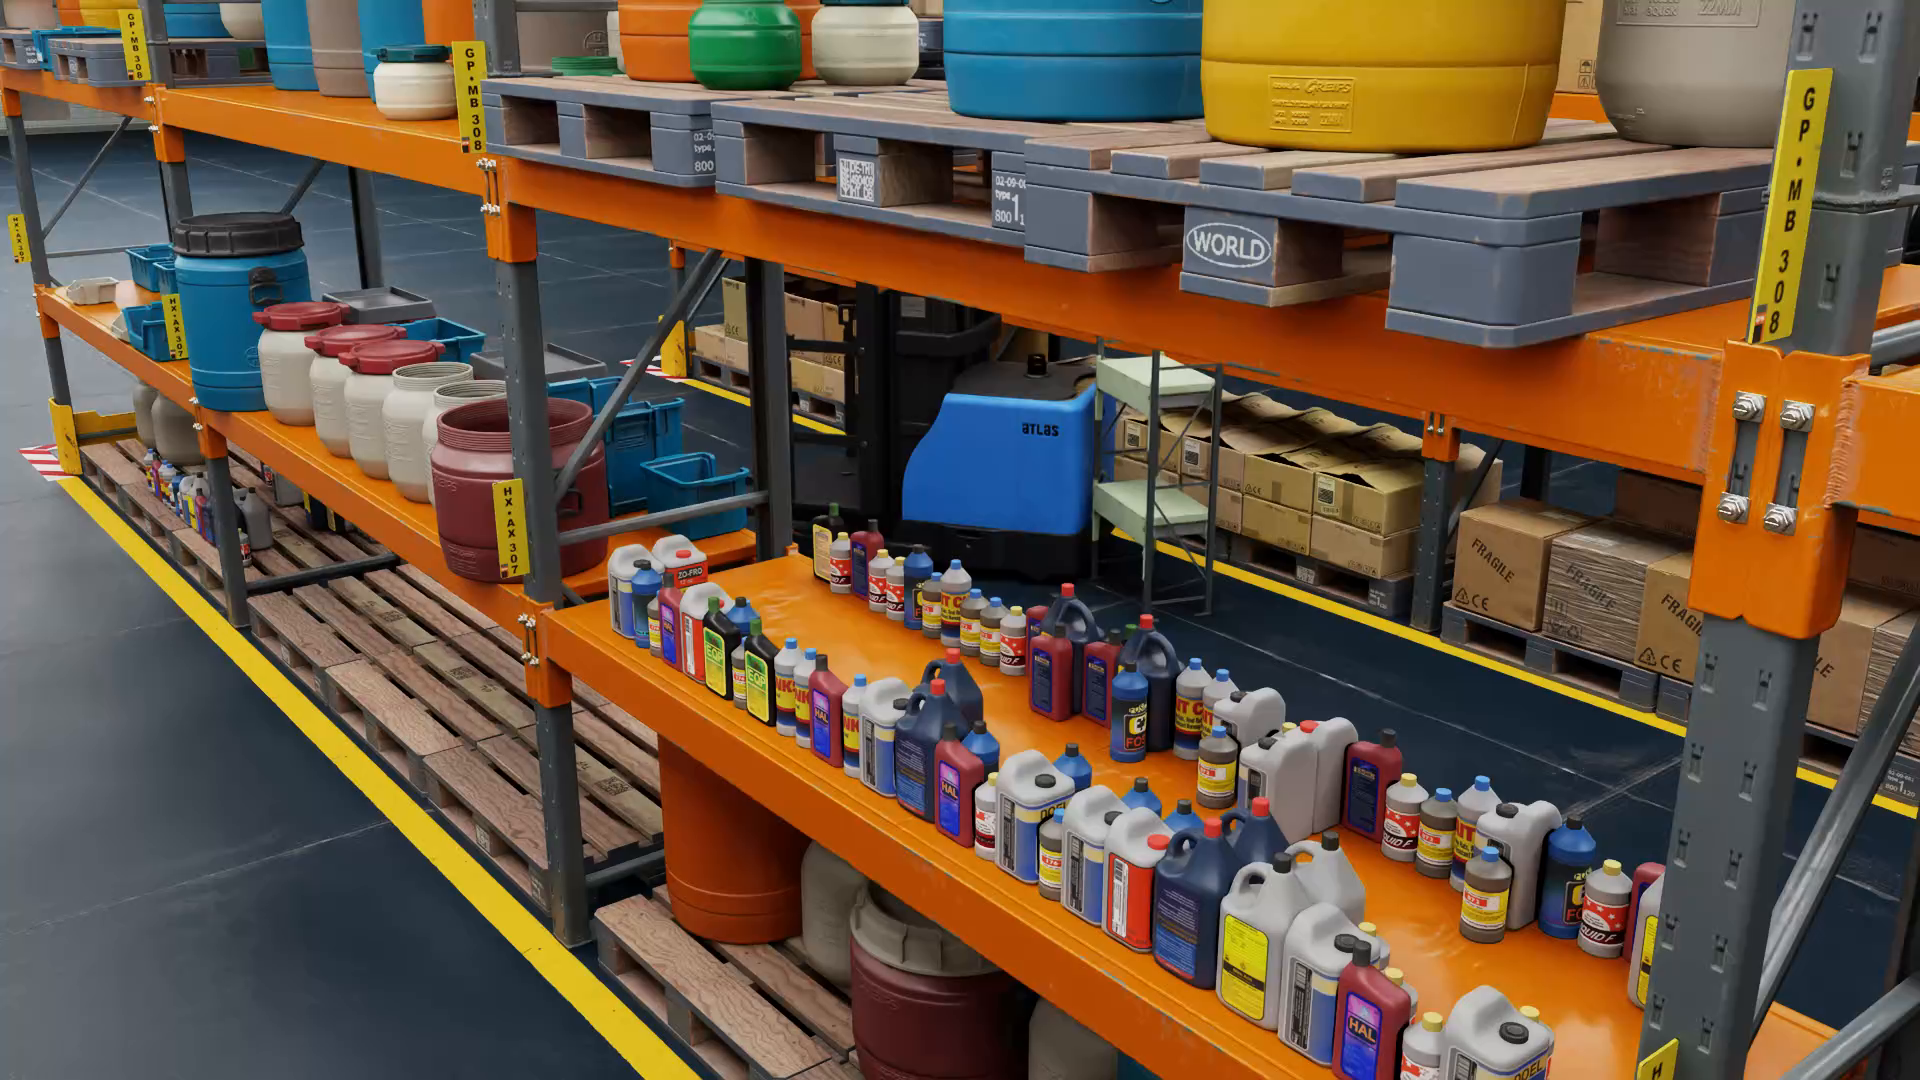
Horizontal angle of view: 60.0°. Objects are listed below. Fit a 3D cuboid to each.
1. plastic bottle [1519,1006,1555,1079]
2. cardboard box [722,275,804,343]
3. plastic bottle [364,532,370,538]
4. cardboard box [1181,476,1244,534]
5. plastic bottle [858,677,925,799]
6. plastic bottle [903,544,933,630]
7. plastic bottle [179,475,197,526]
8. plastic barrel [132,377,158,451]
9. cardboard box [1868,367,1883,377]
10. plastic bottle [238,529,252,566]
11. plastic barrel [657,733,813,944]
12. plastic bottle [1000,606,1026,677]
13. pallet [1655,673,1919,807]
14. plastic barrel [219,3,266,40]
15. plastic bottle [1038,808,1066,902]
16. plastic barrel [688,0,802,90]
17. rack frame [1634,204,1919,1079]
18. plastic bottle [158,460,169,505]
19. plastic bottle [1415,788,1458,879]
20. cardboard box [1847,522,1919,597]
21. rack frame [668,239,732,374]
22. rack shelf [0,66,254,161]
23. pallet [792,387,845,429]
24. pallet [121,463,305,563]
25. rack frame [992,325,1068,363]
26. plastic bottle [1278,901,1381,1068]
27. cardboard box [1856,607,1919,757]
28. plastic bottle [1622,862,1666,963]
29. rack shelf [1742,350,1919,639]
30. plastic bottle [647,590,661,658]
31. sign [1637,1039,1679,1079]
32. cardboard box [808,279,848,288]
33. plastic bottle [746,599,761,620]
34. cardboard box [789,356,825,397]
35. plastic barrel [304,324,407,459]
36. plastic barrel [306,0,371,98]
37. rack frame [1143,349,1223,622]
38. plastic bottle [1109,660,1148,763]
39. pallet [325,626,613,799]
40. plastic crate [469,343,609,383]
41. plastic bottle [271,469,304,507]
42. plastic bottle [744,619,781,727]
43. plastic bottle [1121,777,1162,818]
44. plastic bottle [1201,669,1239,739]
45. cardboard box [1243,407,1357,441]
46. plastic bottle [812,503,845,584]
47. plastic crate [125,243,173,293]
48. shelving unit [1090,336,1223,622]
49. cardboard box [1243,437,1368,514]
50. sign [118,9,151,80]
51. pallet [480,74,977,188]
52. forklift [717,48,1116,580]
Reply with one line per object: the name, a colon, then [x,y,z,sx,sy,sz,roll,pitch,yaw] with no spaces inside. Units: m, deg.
plastic bottle: [1.031,0.949,3.041,0.097,0.201,0.097,0,18,0]
cardboard box: [-1.652,-1.957,14.014,0.500,0.500,0.500,-14,23,-36]
plastic bottle: [-3.442,-0.123,9.715,0.097,0.201,0.097,0,18,0]
cardboard box: [1.694,-0.261,10.085,0.500,0.250,0.500,-13,23,-35]
plastic bottle: [-0.164,0.502,4.271,0.152,0.276,0.135,-14,23,-36]
plastic bottle: [-0.134,0.146,5.354,0.097,0.271,0.097,0,18,0]
plastic bottle: [-4.568,-0.240,9.948,0.152,0.276,0.135,-13,23,-35]
plastic barrel: [-5.539,-0.911,11.630,0.421,0.512,0.421,0,18,0]
cardboard box: [3.742,-0.885,7.436,0.700,0.500,0.500,-9,20,-26]
plastic bottle: [-3.994,0.037,9.230,0.097,0.201,0.097,0,18,0]
plastic barrel: [-0.724,0.880,5.718,0.600,0.830,0.708,-14,23,-36]
plastic bottle: [0.169,0.299,5.003,0.097,0.201,0.097,0,18,0]
pallet: [4.032,0.782,7.667,1.003,0.211,1.213,-14,23,-36]
plastic barrel: [-3.638,-2.875,8.654,0.421,0.512,0.421,0,18,0]
plastic bottle: [0.228,0.707,3.771,0.097,0.201,0.097,0,18,0]
plastic barrel: [-0.563,-1.312,4.359,0.294,0.245,0.294,0,18,0]
rack frame: [1.443,0.917,2.820,1.000,3.000,0.127,-14,23,-36]
plastic bottle: [-4.914,-0.361,10.322,0.097,0.271,0.097,0,18,0]
plastic bottle: [1.116,0.675,3.867,0.097,0.201,0.097,0,18,0]
cardboard box: [4.286,0.037,7.563,0.500,0.250,0.500,-15,23,-37]
rack frame: [-2.123,-3.005,14.667,1.000,3.000,0.127,-14,23,-36]
rack shelf: [-4.766,-2.629,9.903,1.077,0.370,4.000,-14,23,-36]
pallet: [-0.862,-1.201,13.653,1.003,0.211,1.213,-14,23,-36]
pallet: [-4.670,-0.205,10.644,1.003,0.211,1.213,-14,23,-36]
rack frame: [0.361,-2.020,11.690,1.000,3.000,0.127,-14,23,-36]
plastic bottle: [0.718,0.852,3.214,0.152,0.276,0.135,-14,23,-36]
cardboard box: [4.186,0.617,7.005,0.500,0.500,0.500,-14,23,-35]
plastic bottle: [1.467,0.766,3.462,0.061,0.283,0.133,-14,23,-36]
rack shelf: [2.685,0.328,0.973,1.077,0.370,4.000,-14,23,-36]
plastic bottle: [-0.915,0.254,5.140,0.097,0.201,0.097,0,18,0]
sign: [1.010,0.893,2.454,0.100,0.325,0.005,-14,23,-36]
cardboard box: [-0.924,-1.938,13.956,0.500,0.500,0.500,-14,23,-36]
plastic bottle: [-0.652,0.281,5.058,0.097,0.201,0.097,0,18,0]
cardboard box: [-1.034,-1.354,13.385,0.500,0.250,0.500,-14,23,-36]
plastic barrel: [-2.647,-0.659,7.365,0.433,0.535,0.433,0,18,0]
plastic barrel: [-2.632,-2.472,7.486,0.600,0.901,0.600,0,18,0]
rack frame: [1.183,-0.286,8.840,0.400,1.500,0.023,-6,19,-17]
plastic bottle: [0.451,0.451,4.433,0.097,0.271,0.097,0,18,0]
pallet: [-2.245,0.757,7.742,1.003,0.211,1.213,-14,23,-36]
plastic crate: [-1.804,-0.556,7.169,0.402,0.464,0.583,-14,23,-36]
plastic bottle: [-4.182,-0.366,10.328,0.152,0.276,0.135,-14,23,-36]
plastic bottle: [-0.548,0.370,4.660,0.061,0.283,0.133,-14,23,-36]
plastic bottle: [0.407,0.668,3.778,0.097,0.271,0.097,0,18,0]
plastic bottle: [0.685,0.471,4.373,0.097,0.271,0.097,0,18,0]
cardboard box: [2.102,-0.635,10.321,0.500,0.311,0.500,-15,23,-38]
plastic bottle: [-0.455,0.004,5.765,0.061,0.283,0.133,-14,23,-36]
plastic crate: [-5.463,-1.904,11.577,0.499,0.251,0.616,-14,23,-36]
shelving unit: [1.068,-0.395,9.170,0.431,1.500,0.755,-6,19,-17]
cardboard box: [1.998,-0.402,9.619,0.500,0.311,0.500,-14,23,-37]
sign: [-3.962,-2.377,7.984,0.100,0.325,0.005,-14,23,-36]
pallet: [-0.643,-1.195,4.728,1.003,0.211,1.213,-14,23,-36]
forklift: [-0.612,-1.416,9.975,3.031,2.935,1.130,6,19,17]
